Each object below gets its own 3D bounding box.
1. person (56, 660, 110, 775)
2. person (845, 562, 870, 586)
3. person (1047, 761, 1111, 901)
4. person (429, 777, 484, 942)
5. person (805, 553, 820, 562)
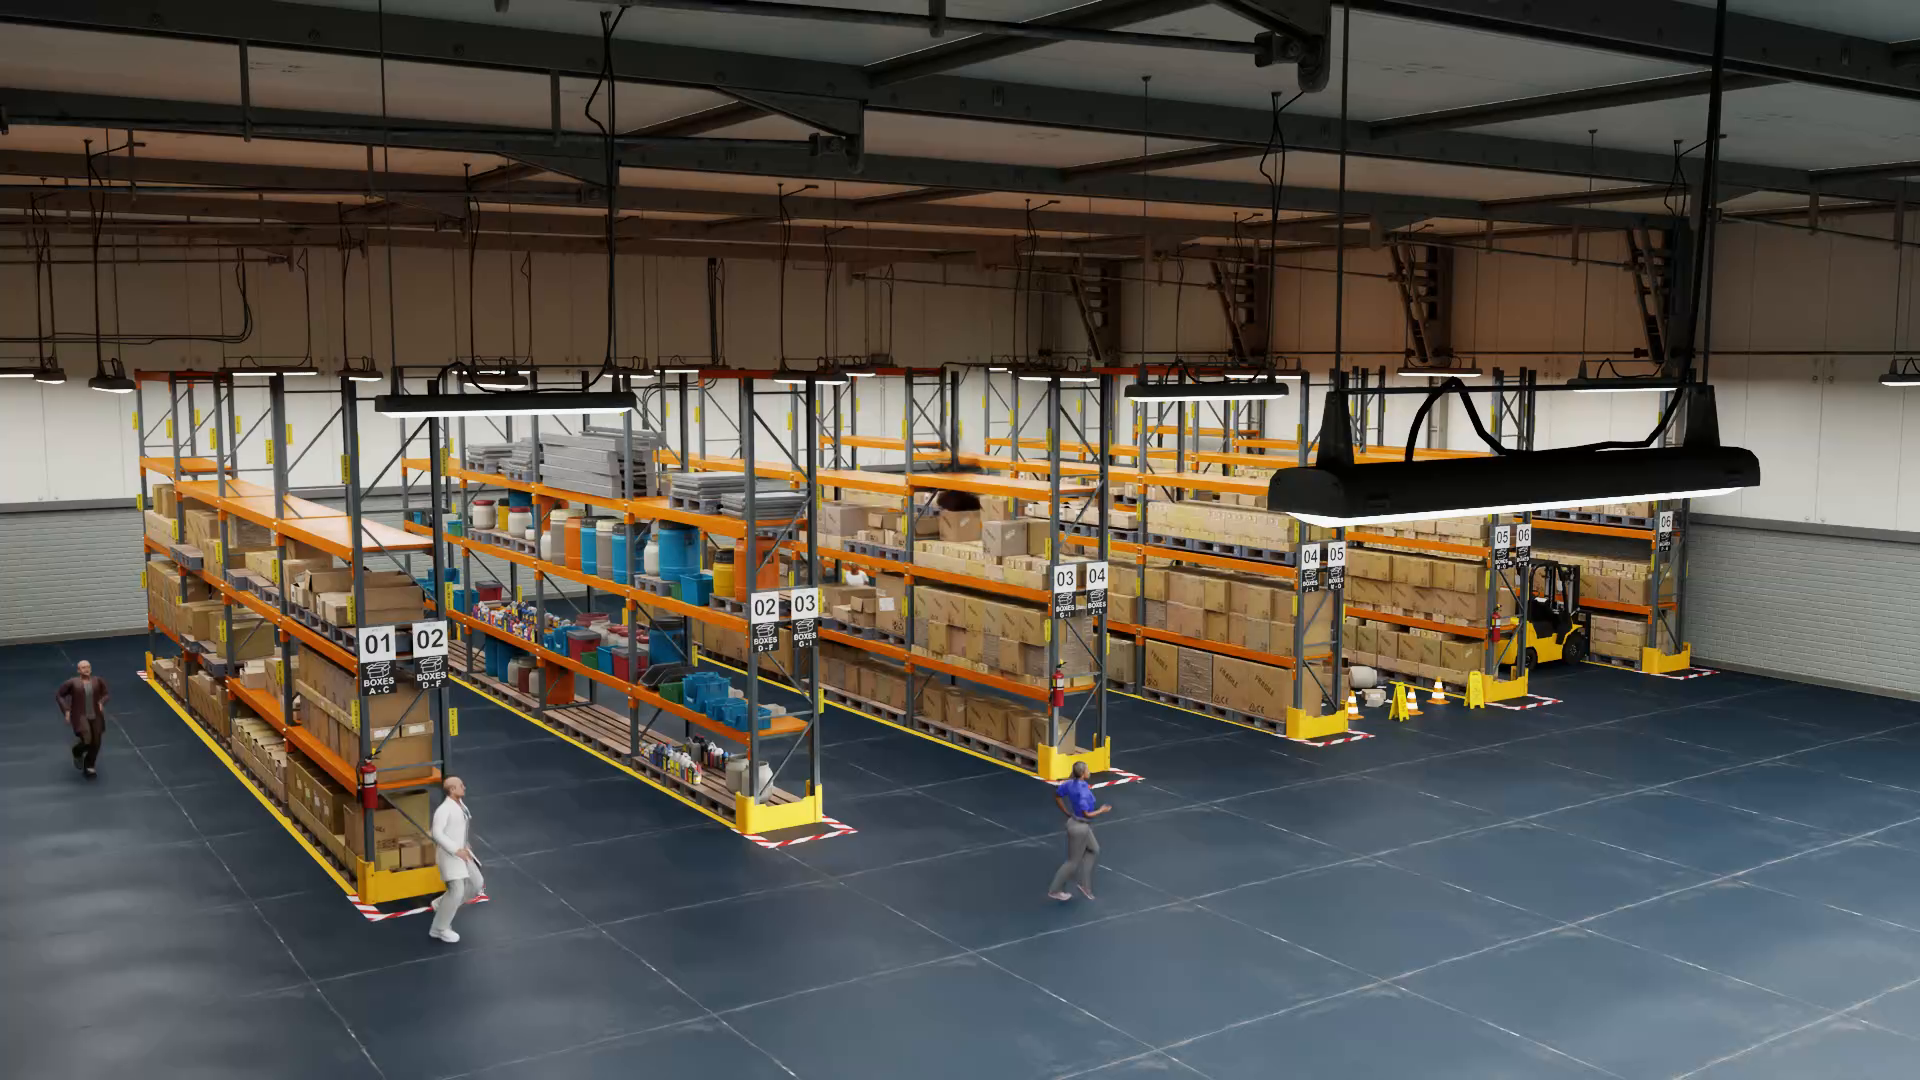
[{"bbox_3d":[-13.039,2.665,24.862,0.627,1.731,0.700,6,9,43],"label":"person"},{"bbox_3d":[-2.322,1.315,36.769,0.666,1.828,0.806,-4,7,-29],"label":"person"},{"bbox_3d":[1.363,3.378,19.106,0.746,1.699,0.554,-1,7,-11],"label":"person"},{"bbox_3d":[-5.499,3.443,18.153,0.560,1.720,0.771,1,6,5],"label":"person"},{"bbox_3d":[-3.810,0.761,41.890,0.658,1.694,0.735,-1,6,-6],"label":"person"}]
